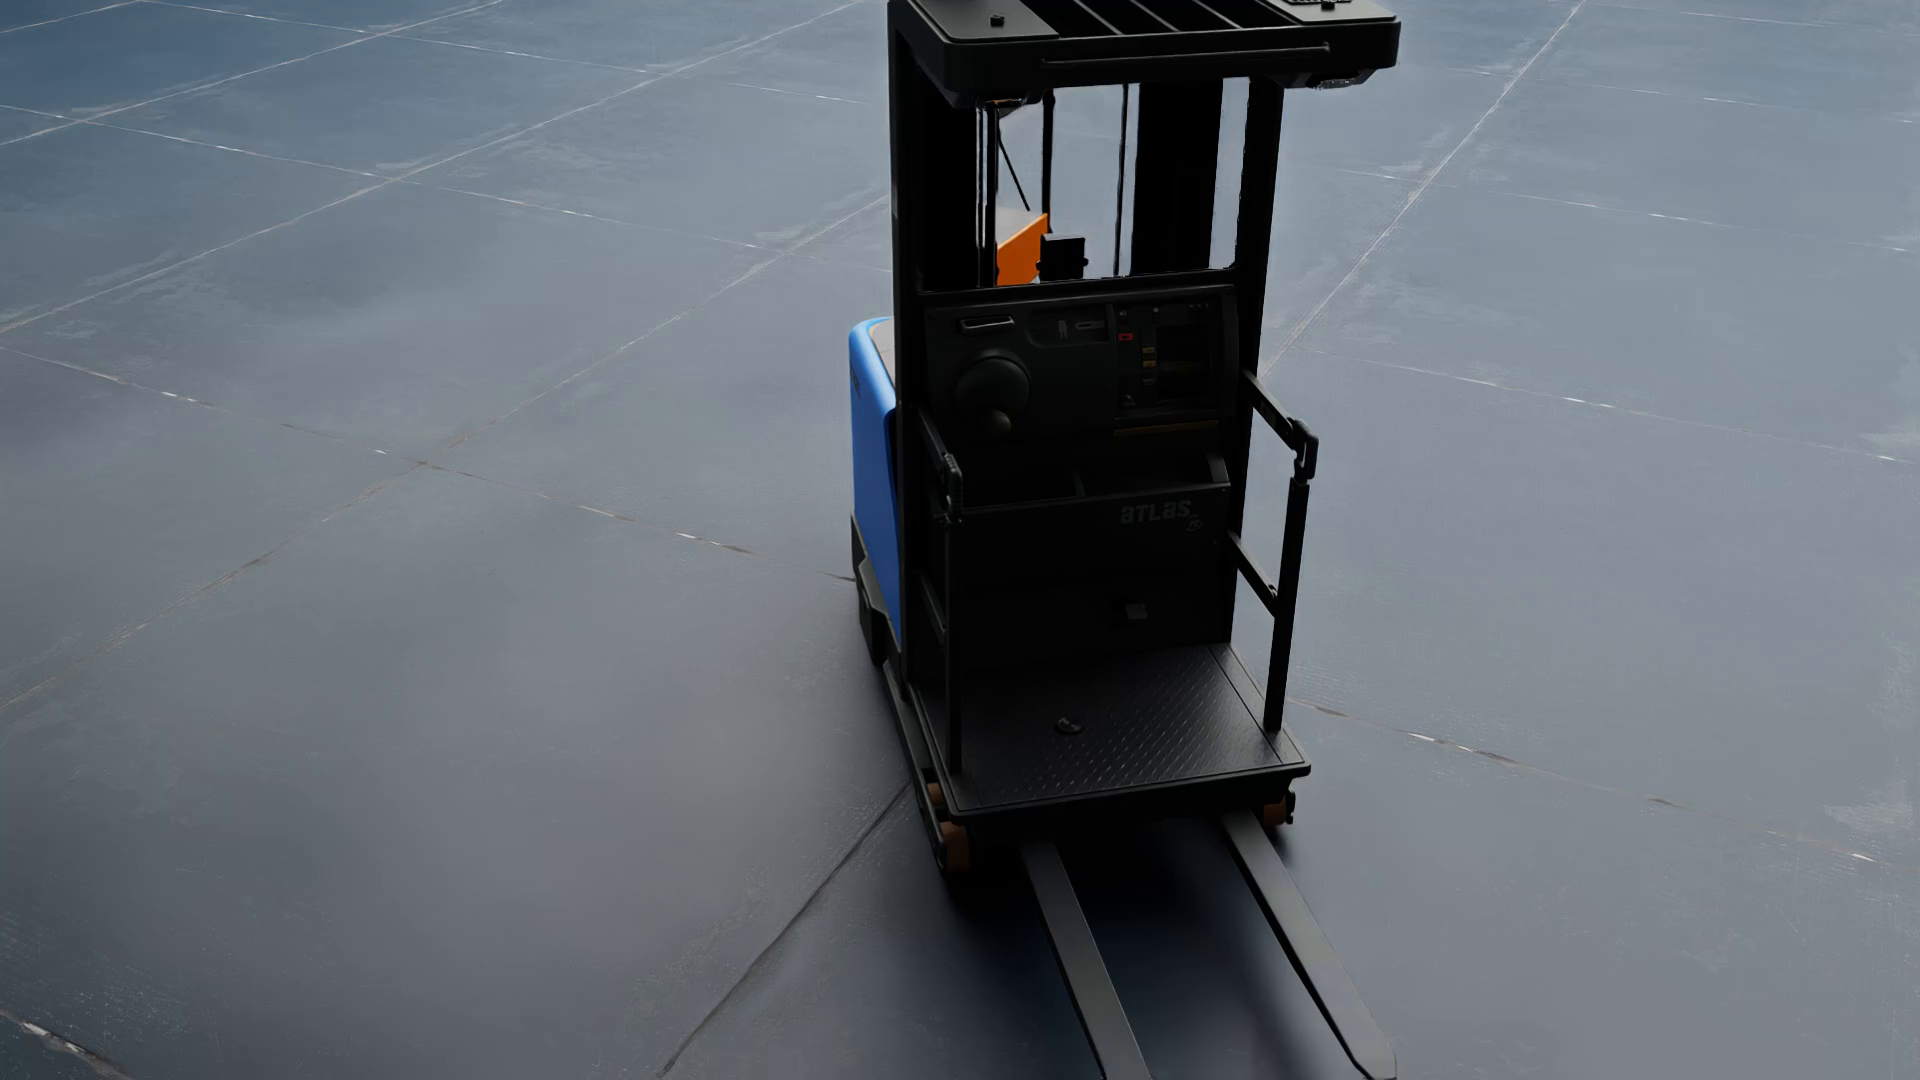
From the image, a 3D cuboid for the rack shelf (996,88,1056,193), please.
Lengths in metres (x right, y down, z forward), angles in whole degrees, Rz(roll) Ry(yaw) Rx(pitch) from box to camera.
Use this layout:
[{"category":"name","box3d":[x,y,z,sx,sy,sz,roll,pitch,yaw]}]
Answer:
[{"category":"rack shelf","box3d":[0.057,-1.618,6.080,0.431,0.518,0.480,14,33,23]}]

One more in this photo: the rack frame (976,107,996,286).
[{"category":"rack frame","box3d":[-0.053,-0.914,6.233,0.400,2.100,0.015,14,33,23]}]

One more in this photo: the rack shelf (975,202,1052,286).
[{"category":"rack shelf","box3d":[0.057,-1.011,6.429,0.431,0.518,0.480,14,33,23]}]

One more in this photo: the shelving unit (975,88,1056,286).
[{"category":"shelving unit","box3d":[0.057,-1.023,6.422,0.431,2.100,0.503,14,33,23]}]

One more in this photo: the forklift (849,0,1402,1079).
[{"category":"forklift","box3d":[0.406,-0.472,4.628,1.130,2.935,3.031,-6,30,-11]}]

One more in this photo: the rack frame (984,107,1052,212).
[{"category":"rack frame","box3d":[0.167,-1.131,6.611,0.400,2.100,0.015,14,33,23]}]
